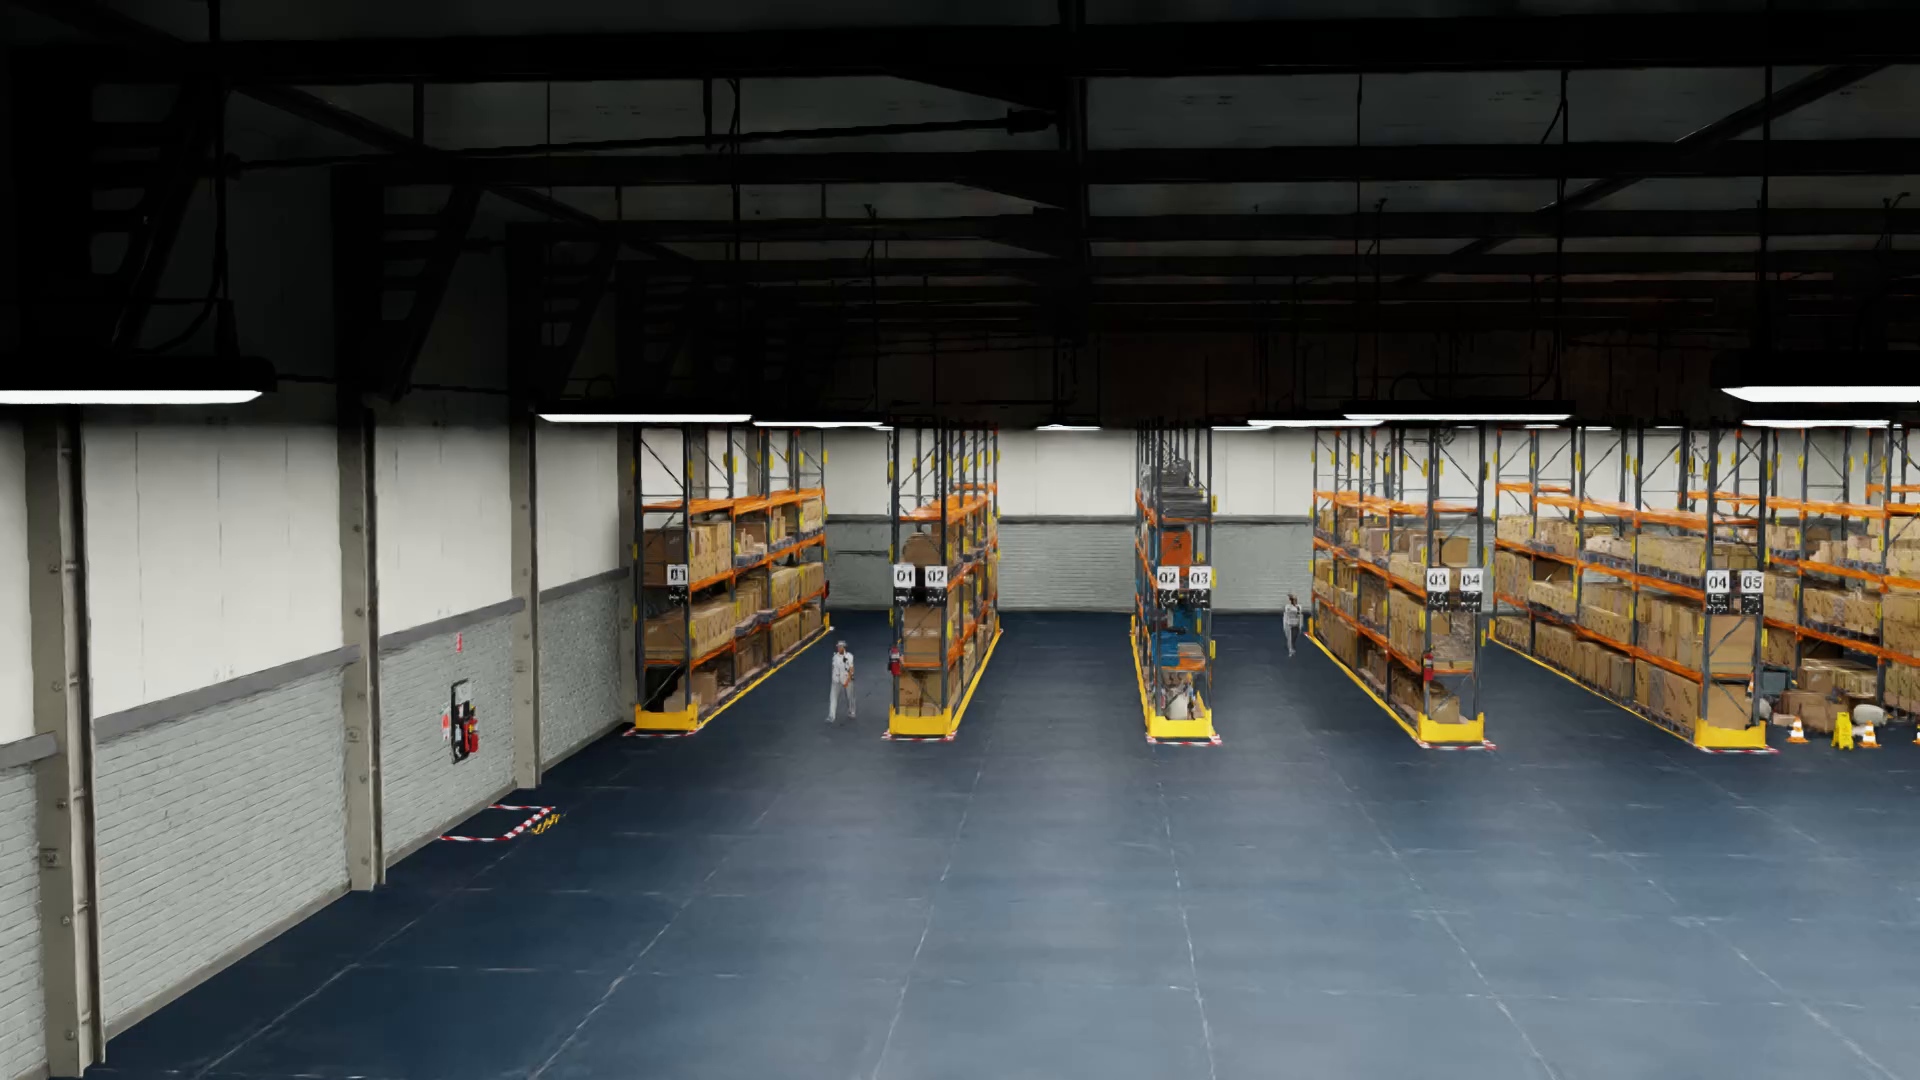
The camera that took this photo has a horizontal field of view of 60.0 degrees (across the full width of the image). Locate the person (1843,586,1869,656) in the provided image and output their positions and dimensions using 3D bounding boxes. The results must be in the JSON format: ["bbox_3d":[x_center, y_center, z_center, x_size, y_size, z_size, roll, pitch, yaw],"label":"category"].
[{"bbox_3d":[22.886,2.065,42.425,0.555,1.750,0.635,2,4,23],"label":"person"}]

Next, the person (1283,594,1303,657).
[{"bbox_3d":[8.487,2.147,42.305,0.488,1.590,1.079,0,4,3],"label":"person"}]

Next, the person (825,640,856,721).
[{"bbox_3d":[-2.318,2.765,32.862,0.475,1.597,1.003,1,4,13],"label":"person"}]

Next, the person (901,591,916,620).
[{"bbox_3d":[-1.511,1.576,50.451,0.729,1.721,0.546,0,4,3],"label":"person"}]
